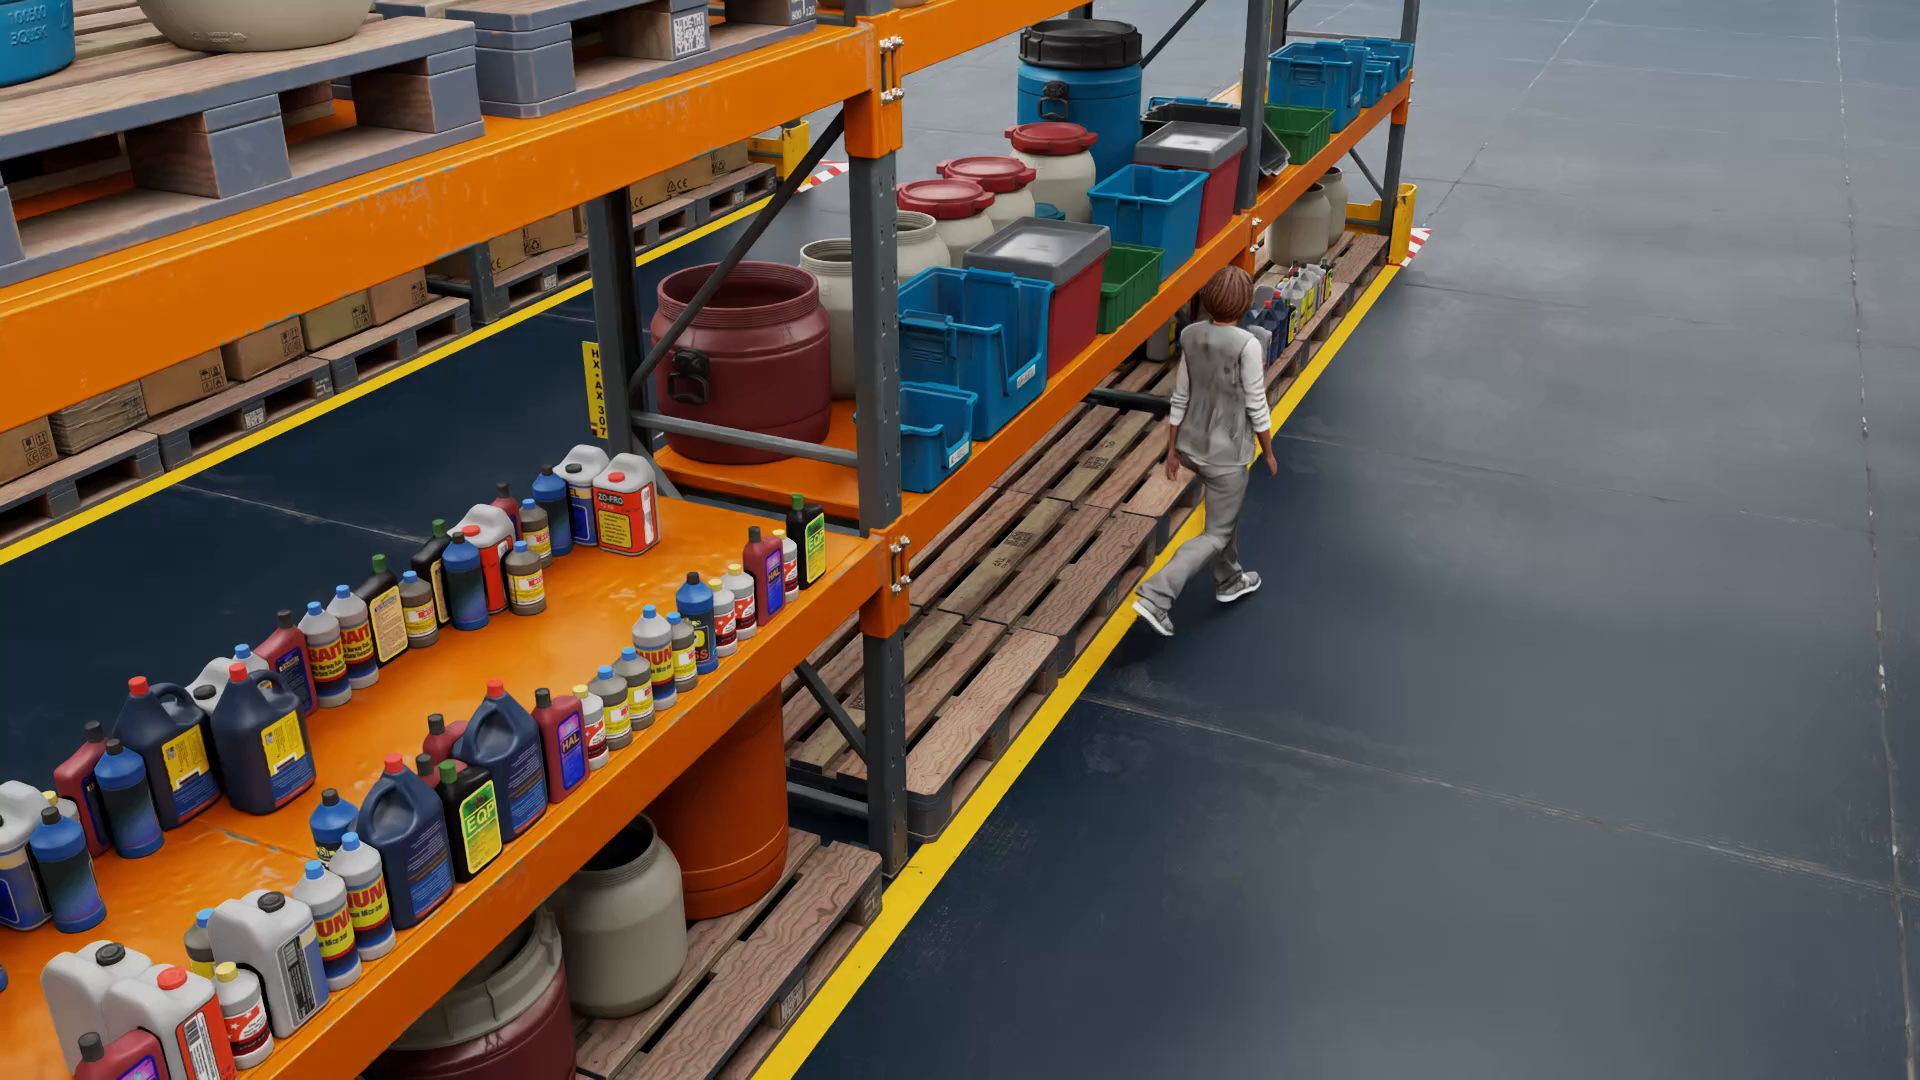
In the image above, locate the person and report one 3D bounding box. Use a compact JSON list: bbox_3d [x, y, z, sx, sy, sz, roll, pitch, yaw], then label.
[{"bbox_3d":[1.026,-0.357,6.864,0.896,1.552,0.416,-18,32,-33],"label":"person"}]
